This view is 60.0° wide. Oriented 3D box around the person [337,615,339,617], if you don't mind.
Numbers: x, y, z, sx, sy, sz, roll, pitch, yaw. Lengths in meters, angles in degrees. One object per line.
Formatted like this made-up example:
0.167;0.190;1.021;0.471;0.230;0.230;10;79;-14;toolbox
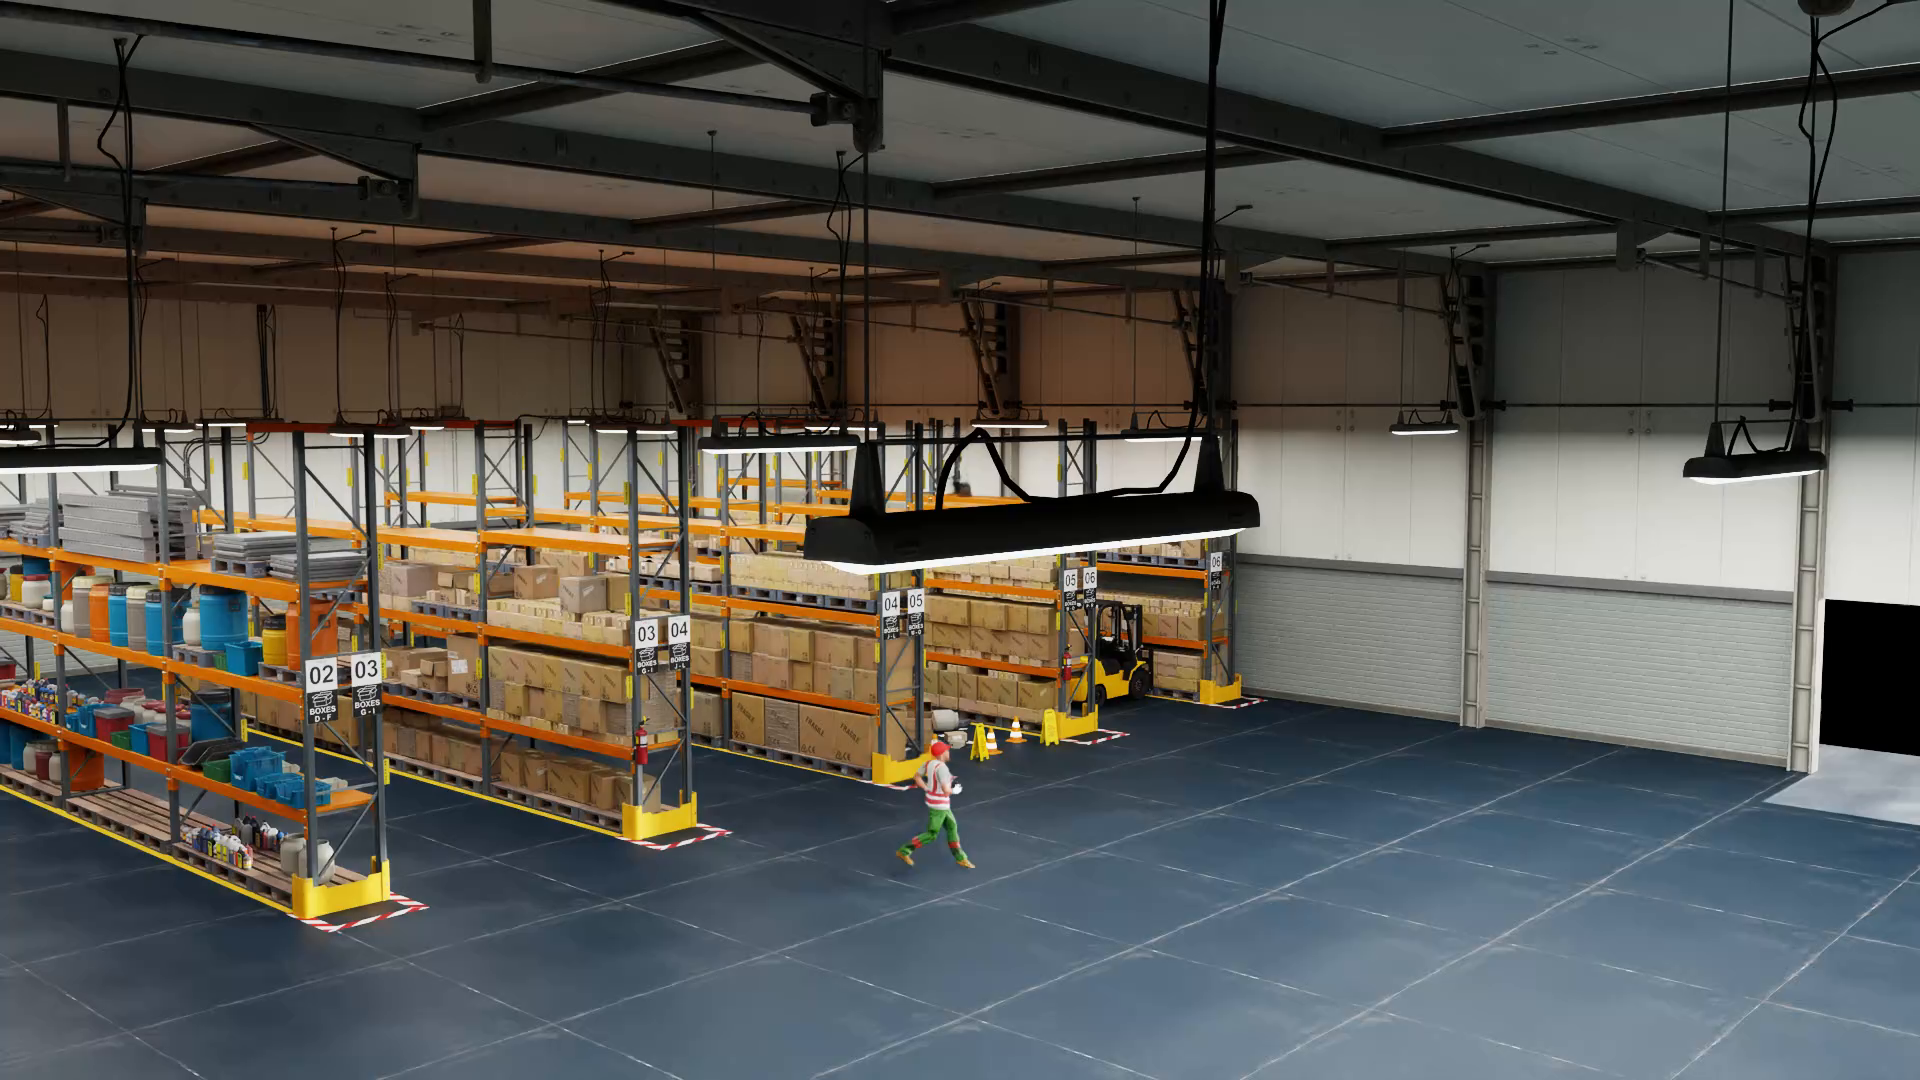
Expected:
-13.945;2.475;37.108;0.631;1.649;0.617;4;6;38;person

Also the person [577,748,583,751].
-6.957;2.950;30.467;0.713;1.795;0.645;2;5;26;person

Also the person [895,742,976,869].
-0.316;3.613;22.389;1.147;1.799;0.622;-1;5;-13;person
